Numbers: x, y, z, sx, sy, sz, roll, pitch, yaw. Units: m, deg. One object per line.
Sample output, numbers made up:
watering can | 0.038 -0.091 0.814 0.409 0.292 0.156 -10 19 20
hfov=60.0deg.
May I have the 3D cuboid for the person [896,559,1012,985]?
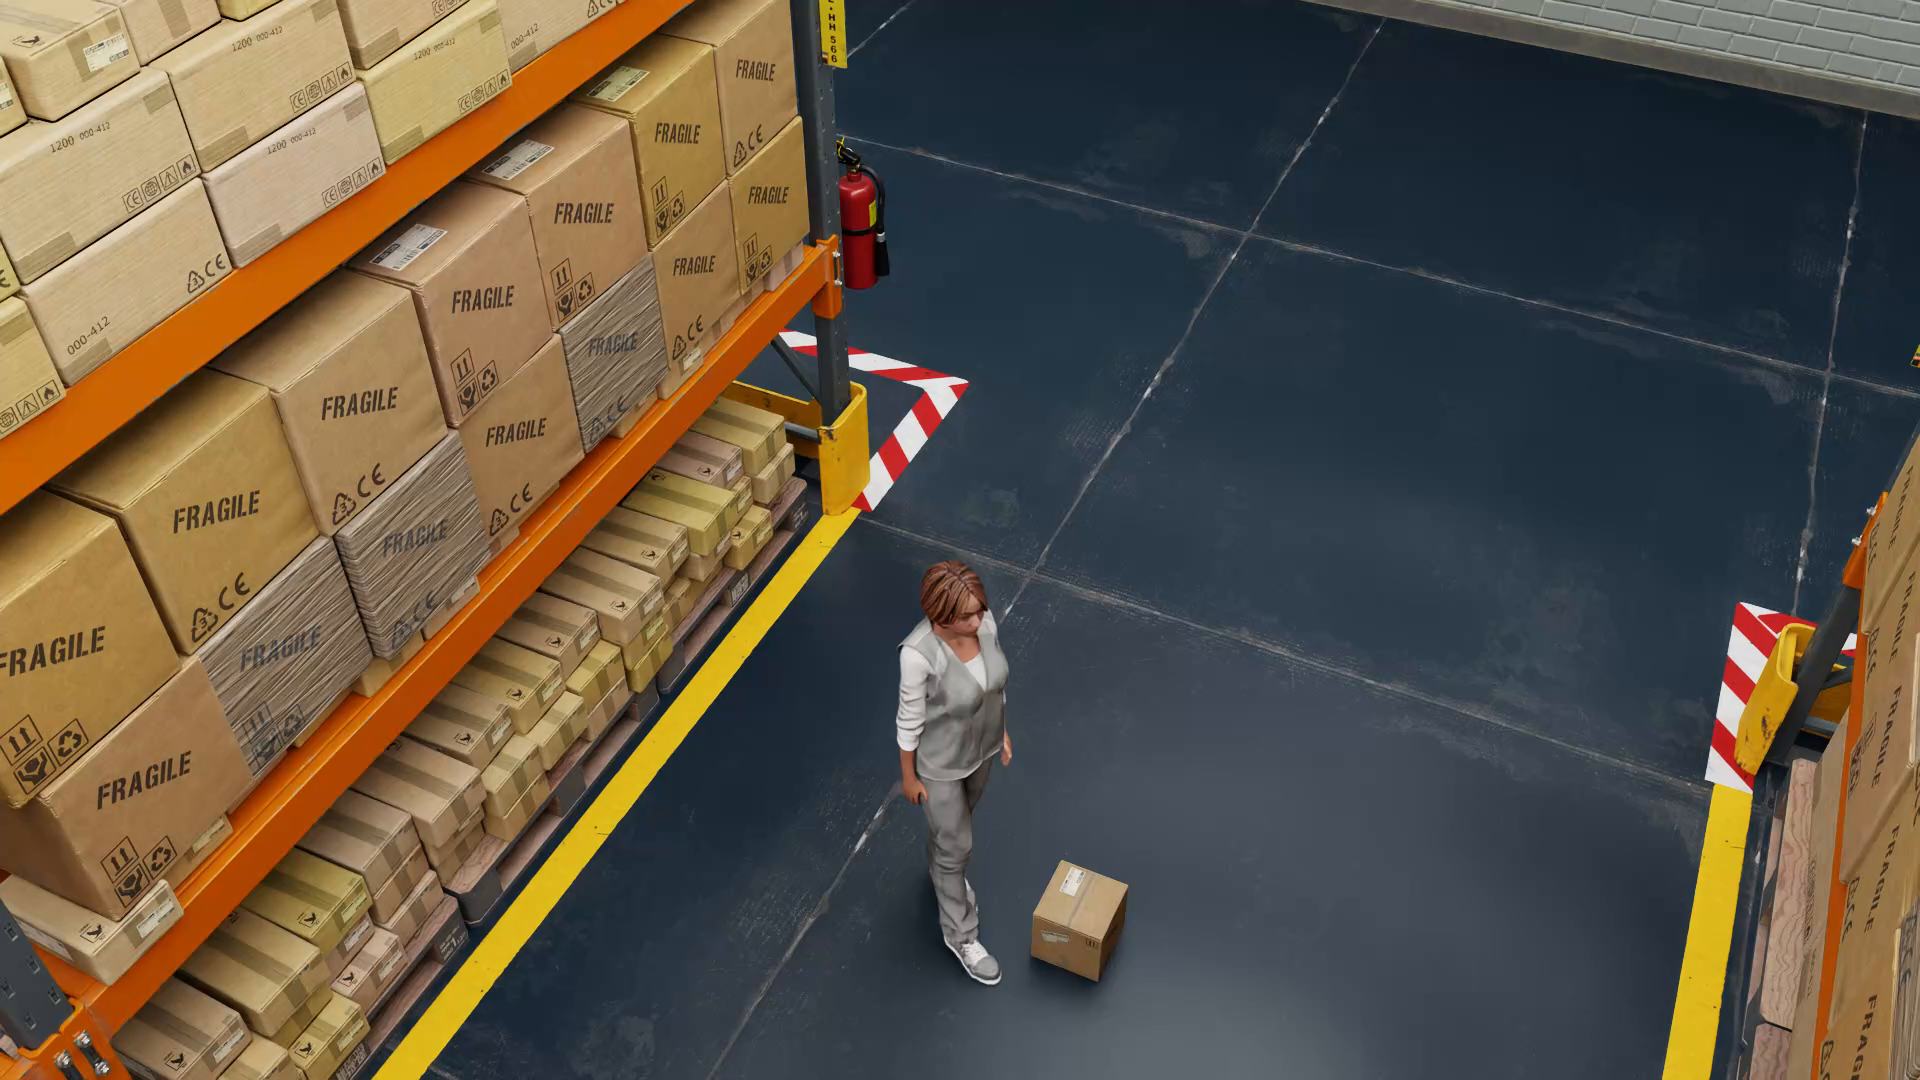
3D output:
person | 0.051 0.727 5.361 0.524 1.599 0.433 31 51 29
